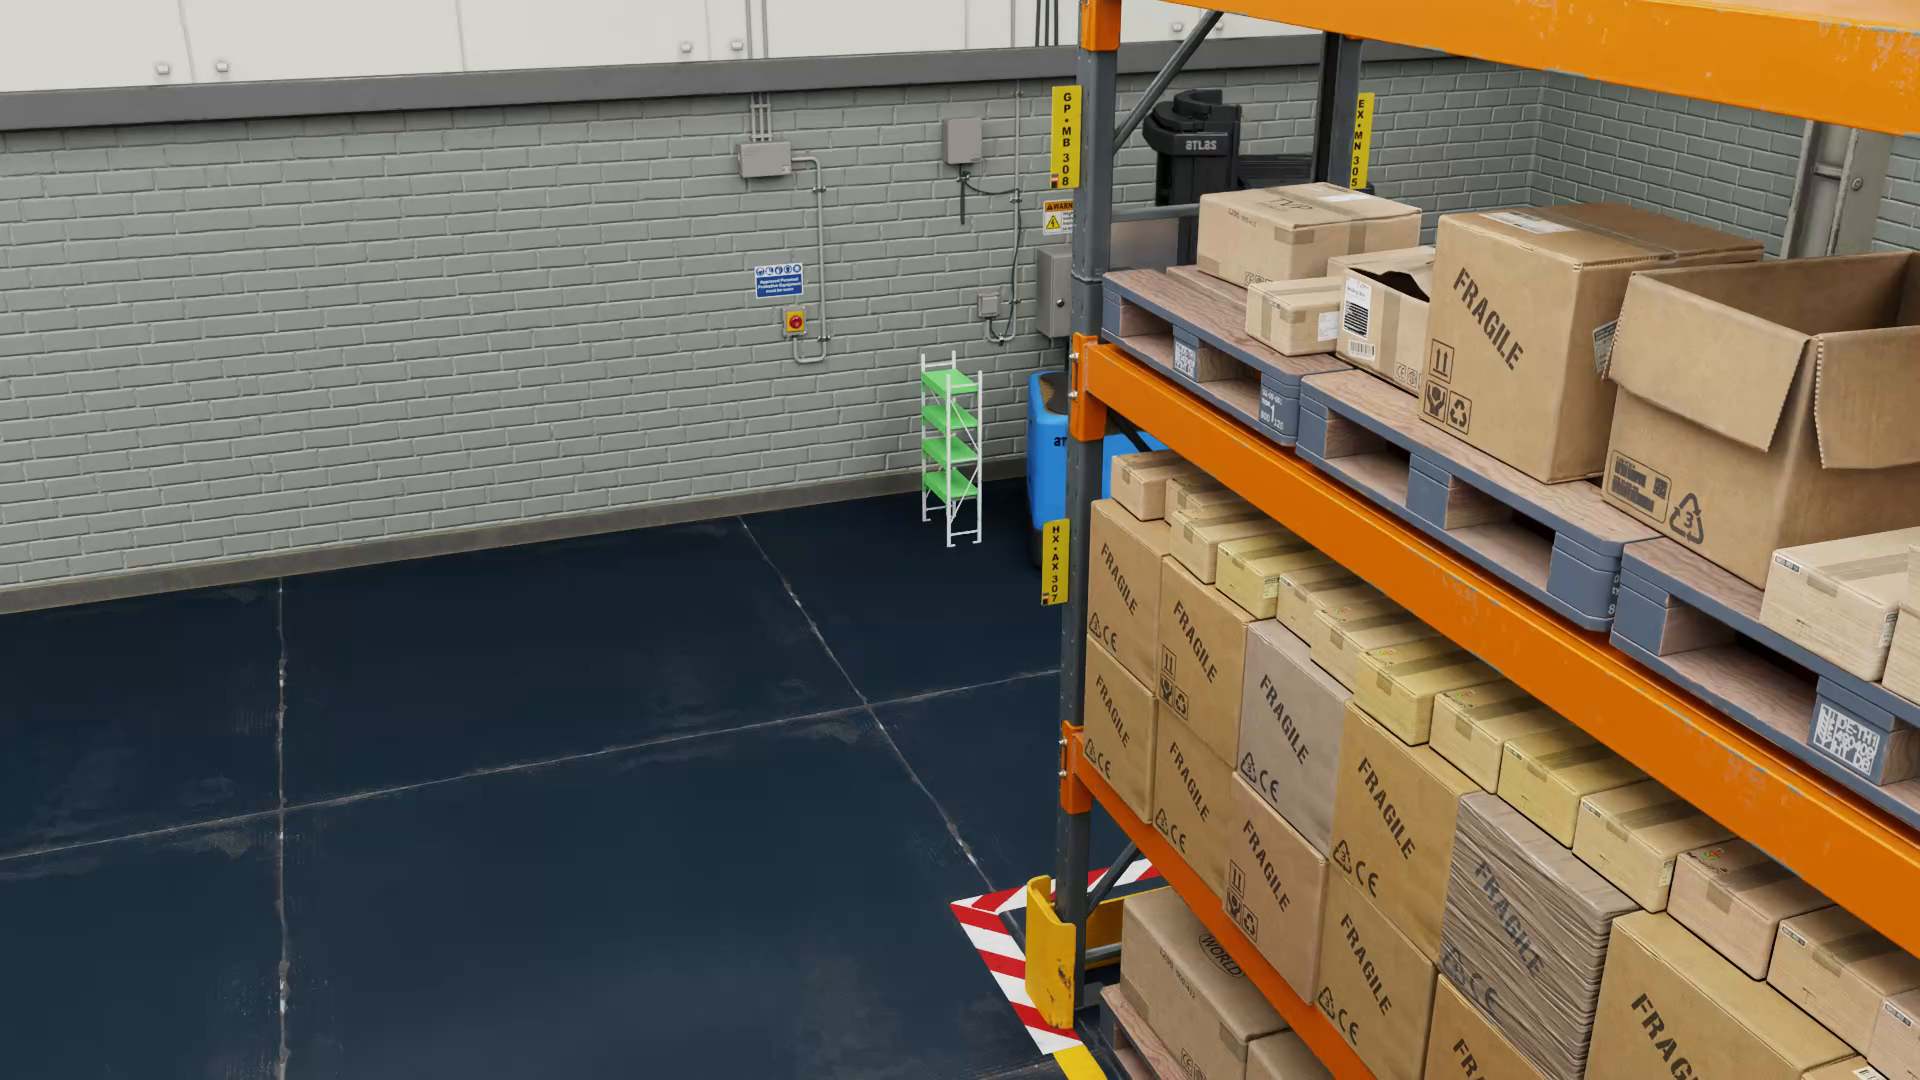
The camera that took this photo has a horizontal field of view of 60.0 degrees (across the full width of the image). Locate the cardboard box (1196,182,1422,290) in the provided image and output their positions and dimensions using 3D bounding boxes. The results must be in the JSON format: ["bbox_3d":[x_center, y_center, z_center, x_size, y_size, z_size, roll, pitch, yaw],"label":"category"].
[{"bbox_3d":[1.108,-0.959,5.326,0.500,0.250,0.500,-11,25,-24],"label":"cardboard box"}]

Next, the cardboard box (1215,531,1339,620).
[{"bbox_3d":[0.985,0.092,4.918,0.380,0.149,0.250,-9,25,-21],"label":"cardboard box"}]

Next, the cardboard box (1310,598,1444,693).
[{"bbox_3d":[1.176,0.277,4.480,0.380,0.149,0.250,-8,24,-19],"label":"cardboard box"}]

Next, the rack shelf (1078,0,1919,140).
[{"bbox_3d":[1.572,-1.080,3.667,1.077,0.370,4.000,-8,24,-19],"label":"rack shelf"}]

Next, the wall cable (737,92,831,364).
[{"bbox_3d":[-1.149,-2.086,10.989,0.585,1.953,0.123,-8,24,-19],"label":"wall cable"}]

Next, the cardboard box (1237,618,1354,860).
[{"bbox_3d":[1.146,0.522,4.734,0.500,0.500,0.500,-9,24,-19],"label":"cardboard box"}]

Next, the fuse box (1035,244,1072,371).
[{"bbox_3d":[0.868,-1.245,12.001,0.539,1.711,0.414,-8,24,-19],"label":"fuse box"}]

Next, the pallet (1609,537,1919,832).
[{"bbox_3d":[1.999,0.255,3.034,1.003,0.211,1.213,-8,24,-19],"label":"pallet"}]

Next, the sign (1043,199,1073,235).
[{"bbox_3d":[0.743,-2.287,11.750,0.339,0.242,0.001,-8,24,-19],"label":"sign"}]

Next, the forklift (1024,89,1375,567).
[{"bbox_3d":[1.966,-1.322,10.613,3.031,2.935,1.130,0,23,-1],"label":"forklift"}]

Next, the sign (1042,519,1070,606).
[{"bbox_3d":[0.344,0.081,5.980,0.100,0.325,0.005,-8,24,-19],"label":"sign"}]

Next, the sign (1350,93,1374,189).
[{"bbox_3d":[1.378,-1.381,5.764,0.100,0.325,0.005,-8,24,-19],"label":"sign"}]

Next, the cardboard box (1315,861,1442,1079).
[{"bbox_3d":[1.326,1.157,4.514,0.500,0.500,0.500,-8,24,-17],"label":"cardboard box"}]

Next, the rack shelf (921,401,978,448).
[{"bbox_3d":[-0.059,-0.775,11.091,0.258,0.148,0.480,-8,24,-19],"label":"rack shelf"}]

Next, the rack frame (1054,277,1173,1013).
[{"bbox_3d":[0.865,0.442,6.339,1.000,3.000,0.127,-8,24,-19],"label":"rack frame"}]

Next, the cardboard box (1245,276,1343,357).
[{"bbox_3d":[1.034,-0.637,4.691,0.380,0.149,0.250,-7,24,-17],"label":"cardboard box"}]

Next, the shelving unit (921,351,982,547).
[{"bbox_3d":[-0.059,-0.613,11.160,0.258,1.200,0.503,-8,24,-19],"label":"shelving unit"}]

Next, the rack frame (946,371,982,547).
[{"bbox_3d":[0.028,-0.524,10.949,0.240,1.200,0.015,-8,24,-19],"label":"rack frame"}]

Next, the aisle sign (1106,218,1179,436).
[{"bbox_3d":[0.568,-0.742,5.802,0.394,0.787,0.004,-8,24,-19],"label":"aisle sign"}]

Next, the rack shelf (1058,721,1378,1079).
[{"bbox_3d":[1.572,1.500,4.754,1.077,0.370,4.000,-8,24,-19],"label":"rack shelf"}]

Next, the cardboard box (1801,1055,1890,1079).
[{"bbox_3d":[1.853,1.255,2.994,0.500,0.500,0.500,-9,24,-19],"label":"cardboard box"}]

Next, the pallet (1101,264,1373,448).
[{"bbox_3d":[1.137,-0.631,5.137,1.003,0.211,1.213,-8,24,-19],"label":"pallet"}]

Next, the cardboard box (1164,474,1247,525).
[{"bbox_3d":[0.891,-0.111,5.400,0.380,0.149,0.250,-8,24,-18],"label":"cardboard box"}]

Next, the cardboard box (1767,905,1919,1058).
[{"bbox_3d":[1.801,0.819,3.194,0.380,0.149,0.250,-8,24,-19],"label":"cardboard box"}]

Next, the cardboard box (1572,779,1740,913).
[{"bbox_3d":[1.573,0.643,3.610,0.380,0.149,0.250,-9,24,-19],"label":"cardboard box"}]

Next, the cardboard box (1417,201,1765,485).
[{"bbox_3d":[1.437,-0.473,3.849,0.500,0.500,0.500,-8,24,-18],"label":"cardboard box"}]

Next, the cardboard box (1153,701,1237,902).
[{"bbox_3d":[0.971,0.790,5.385,0.500,0.500,0.500,-9,24,-20],"label":"cardboard box"}]

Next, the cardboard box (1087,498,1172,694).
[{"bbox_3d":[0.768,0.149,5.619,0.500,0.500,0.500,-9,24,-20],"label":"cardboard box"}]

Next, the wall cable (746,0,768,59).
[{"bbox_3d":[-1.408,-4.351,9.986,0.463,3.000,0.029,-8,24,-19],"label":"wall cable"}]

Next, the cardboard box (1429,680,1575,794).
[{"bbox_3d":[1.378,0.461,4.043,0.380,0.149,0.250,-8,24,-19],"label":"cardboard box"}]

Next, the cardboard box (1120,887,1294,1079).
[{"bbox_3d":[1.192,1.655,6.219,0.875,0.438,0.875,-9,25,-21],"label":"cardboard box"}]

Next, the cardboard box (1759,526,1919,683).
[{"bbox_3d":[1.660,0.105,2.930,0.380,0.149,0.250,-8,24,-18],"label":"cardboard box"}]

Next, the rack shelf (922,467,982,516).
[{"bbox_3d":[-0.059,-0.333,11.278,0.258,0.148,0.480,-8,24,-19],"label":"rack shelf"}]

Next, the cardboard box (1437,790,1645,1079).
[{"bbox_3d":[1.493,0.886,3.870,0.500,0.500,0.500,-8,24,-18],"label":"cardboard box"}]
